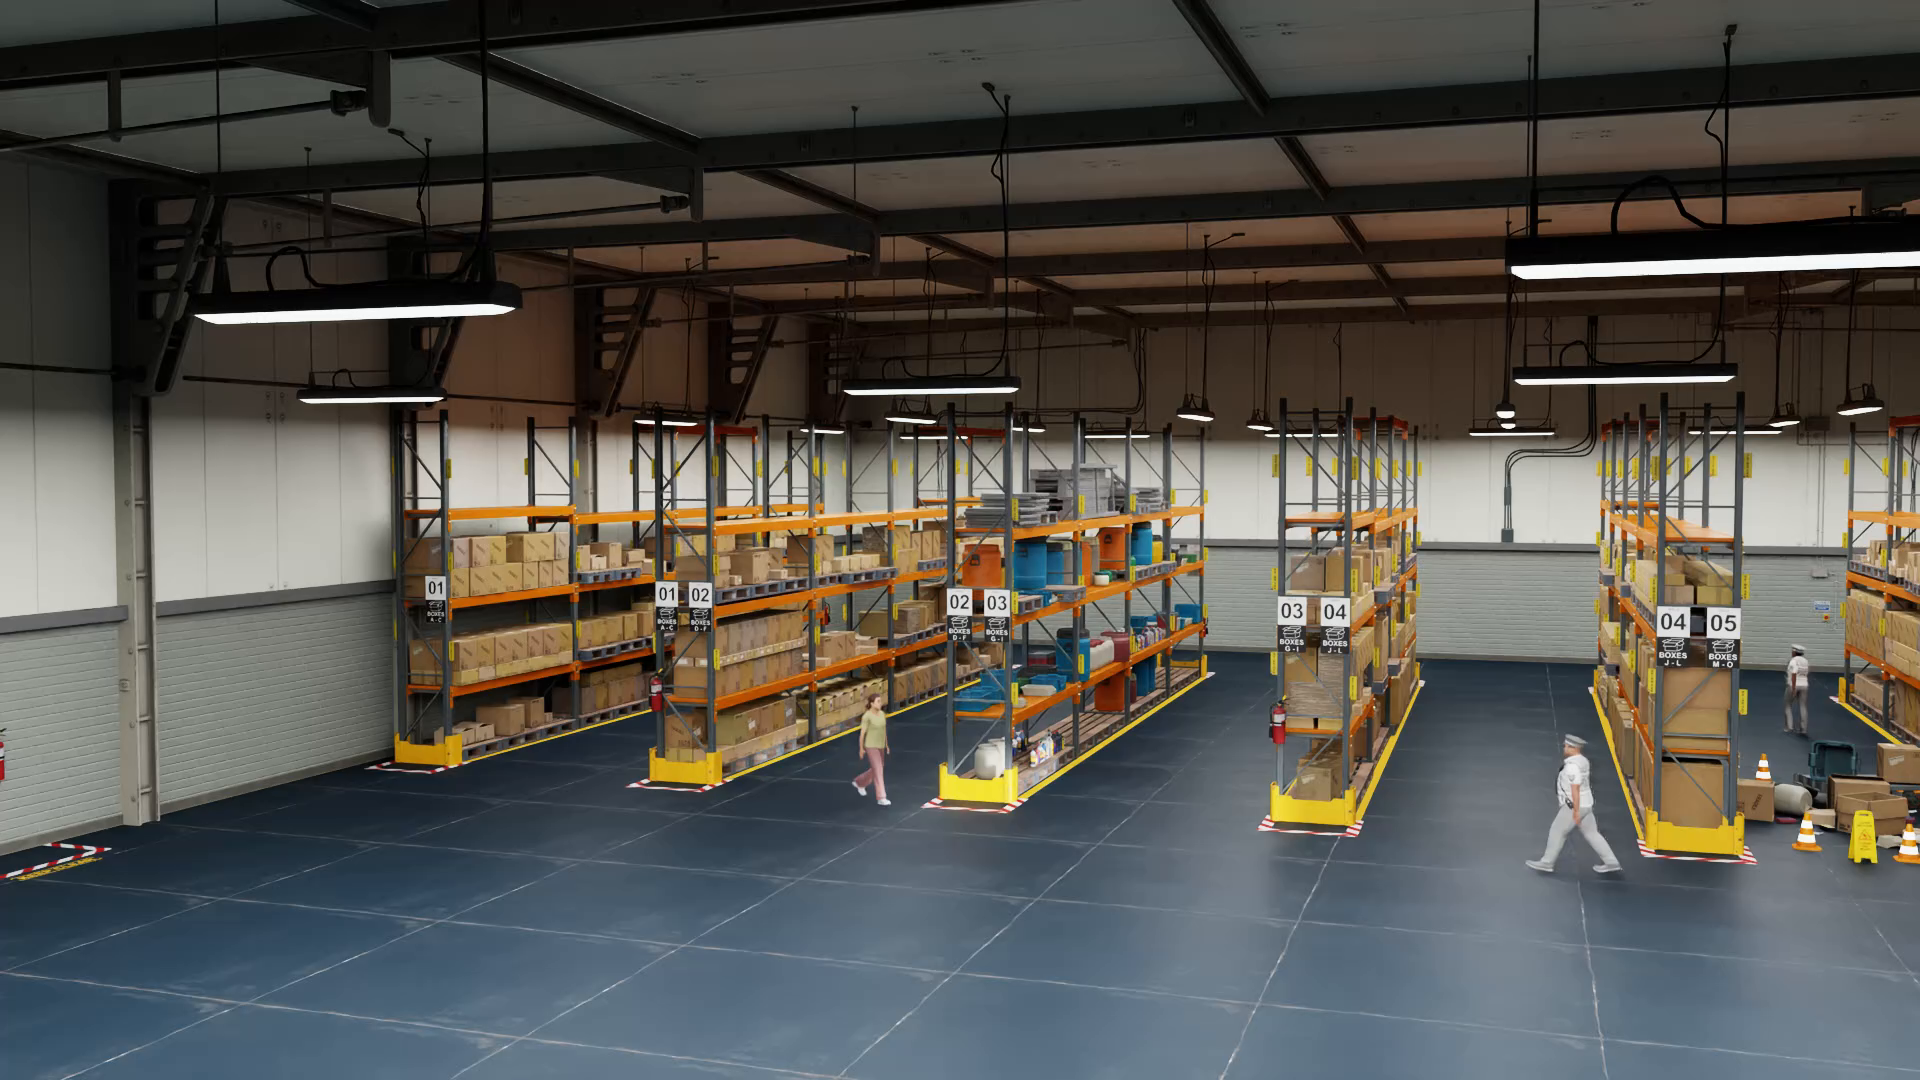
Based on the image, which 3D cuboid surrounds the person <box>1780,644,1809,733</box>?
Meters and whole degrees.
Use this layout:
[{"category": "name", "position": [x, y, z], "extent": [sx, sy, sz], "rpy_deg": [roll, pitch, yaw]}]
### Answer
[{"category": "person", "position": [15.861, 2.839, 31.446], "extent": [0.457, 1.725, 0.556], "rpy_deg": [0, 2, 0]}]

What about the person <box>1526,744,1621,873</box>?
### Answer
[{"category": "person", "position": [7.567, 3.275, 20.491], "extent": [1.085, 1.671, 0.549], "rpy_deg": [2, 3, 33]}]

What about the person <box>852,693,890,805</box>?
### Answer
[{"category": "person", "position": [-1.294, 3.106, 24.940], "extent": [0.922, 1.635, 0.484], "rpy_deg": [2, 3, 41]}]
